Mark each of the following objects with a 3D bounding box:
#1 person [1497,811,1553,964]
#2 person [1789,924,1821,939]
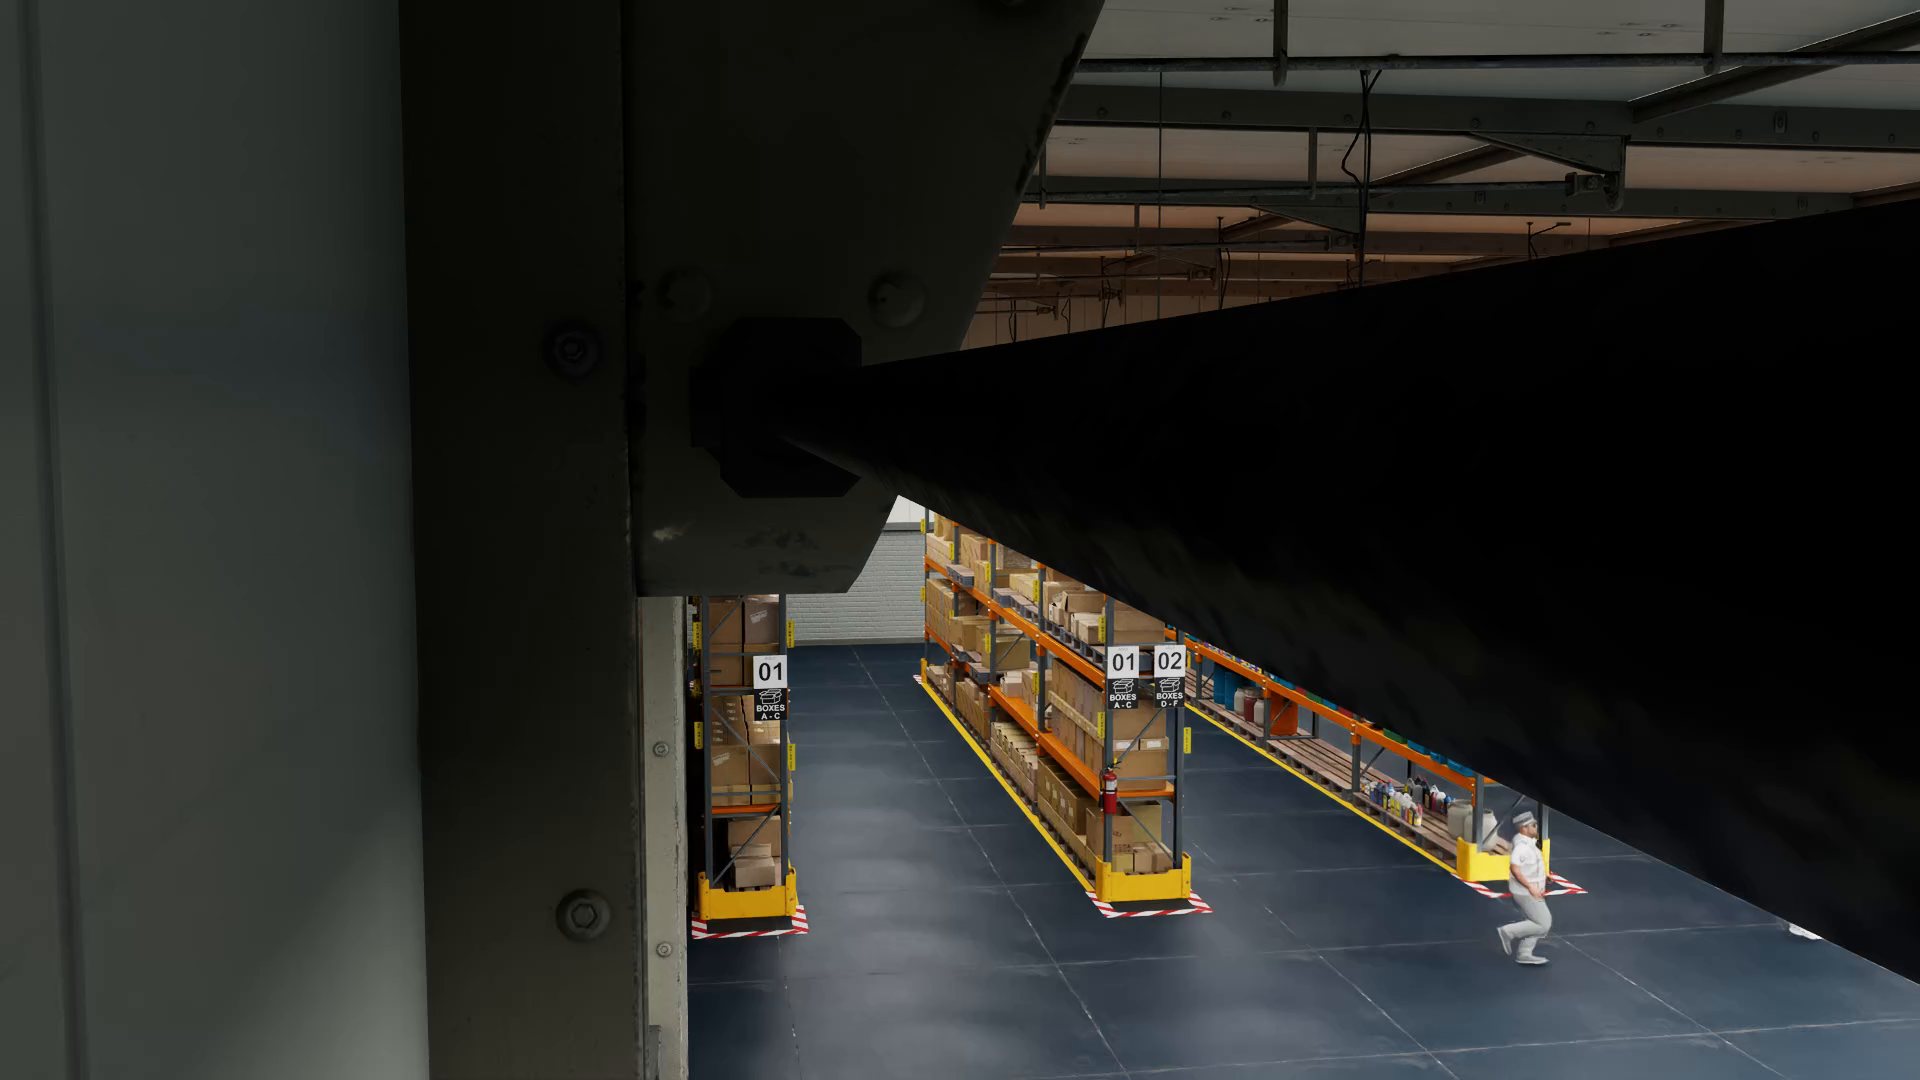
[{"bbox_3d":[6.273,3.852,18.438,0.591,1.725,0.678,1,5,15],"label":"person"},{"bbox_3d":[10.043,3.771,19.136,0.854,1.823,0.654,2,5,24],"label":"person"}]
